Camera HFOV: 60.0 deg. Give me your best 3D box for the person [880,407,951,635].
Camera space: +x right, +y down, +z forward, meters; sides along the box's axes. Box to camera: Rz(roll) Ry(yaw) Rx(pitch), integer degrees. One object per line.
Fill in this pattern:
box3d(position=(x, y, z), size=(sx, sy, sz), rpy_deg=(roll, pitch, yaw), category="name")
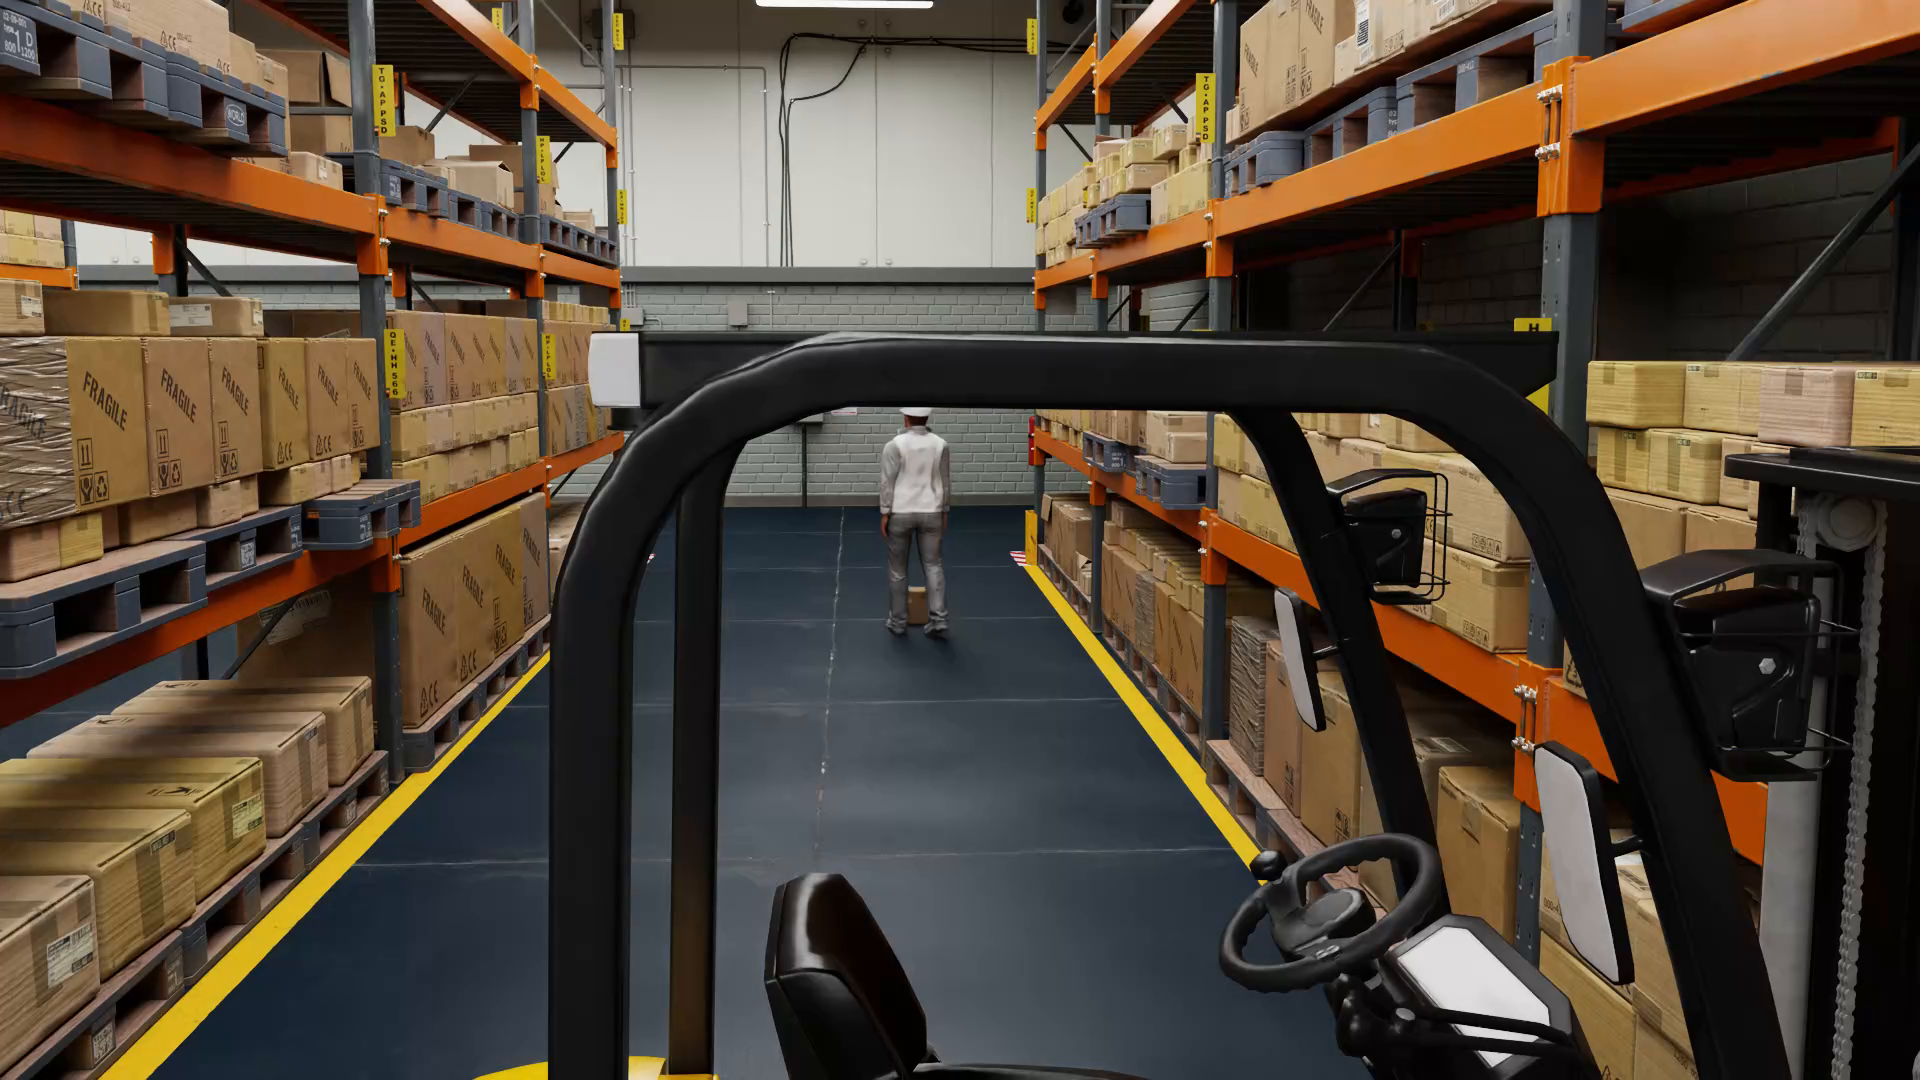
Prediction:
box3d(position=(-0.333, -0.192, 12.179), size=(0.550, 1.775, 0.652), rpy_deg=(-2, 7, -16), category="person")
